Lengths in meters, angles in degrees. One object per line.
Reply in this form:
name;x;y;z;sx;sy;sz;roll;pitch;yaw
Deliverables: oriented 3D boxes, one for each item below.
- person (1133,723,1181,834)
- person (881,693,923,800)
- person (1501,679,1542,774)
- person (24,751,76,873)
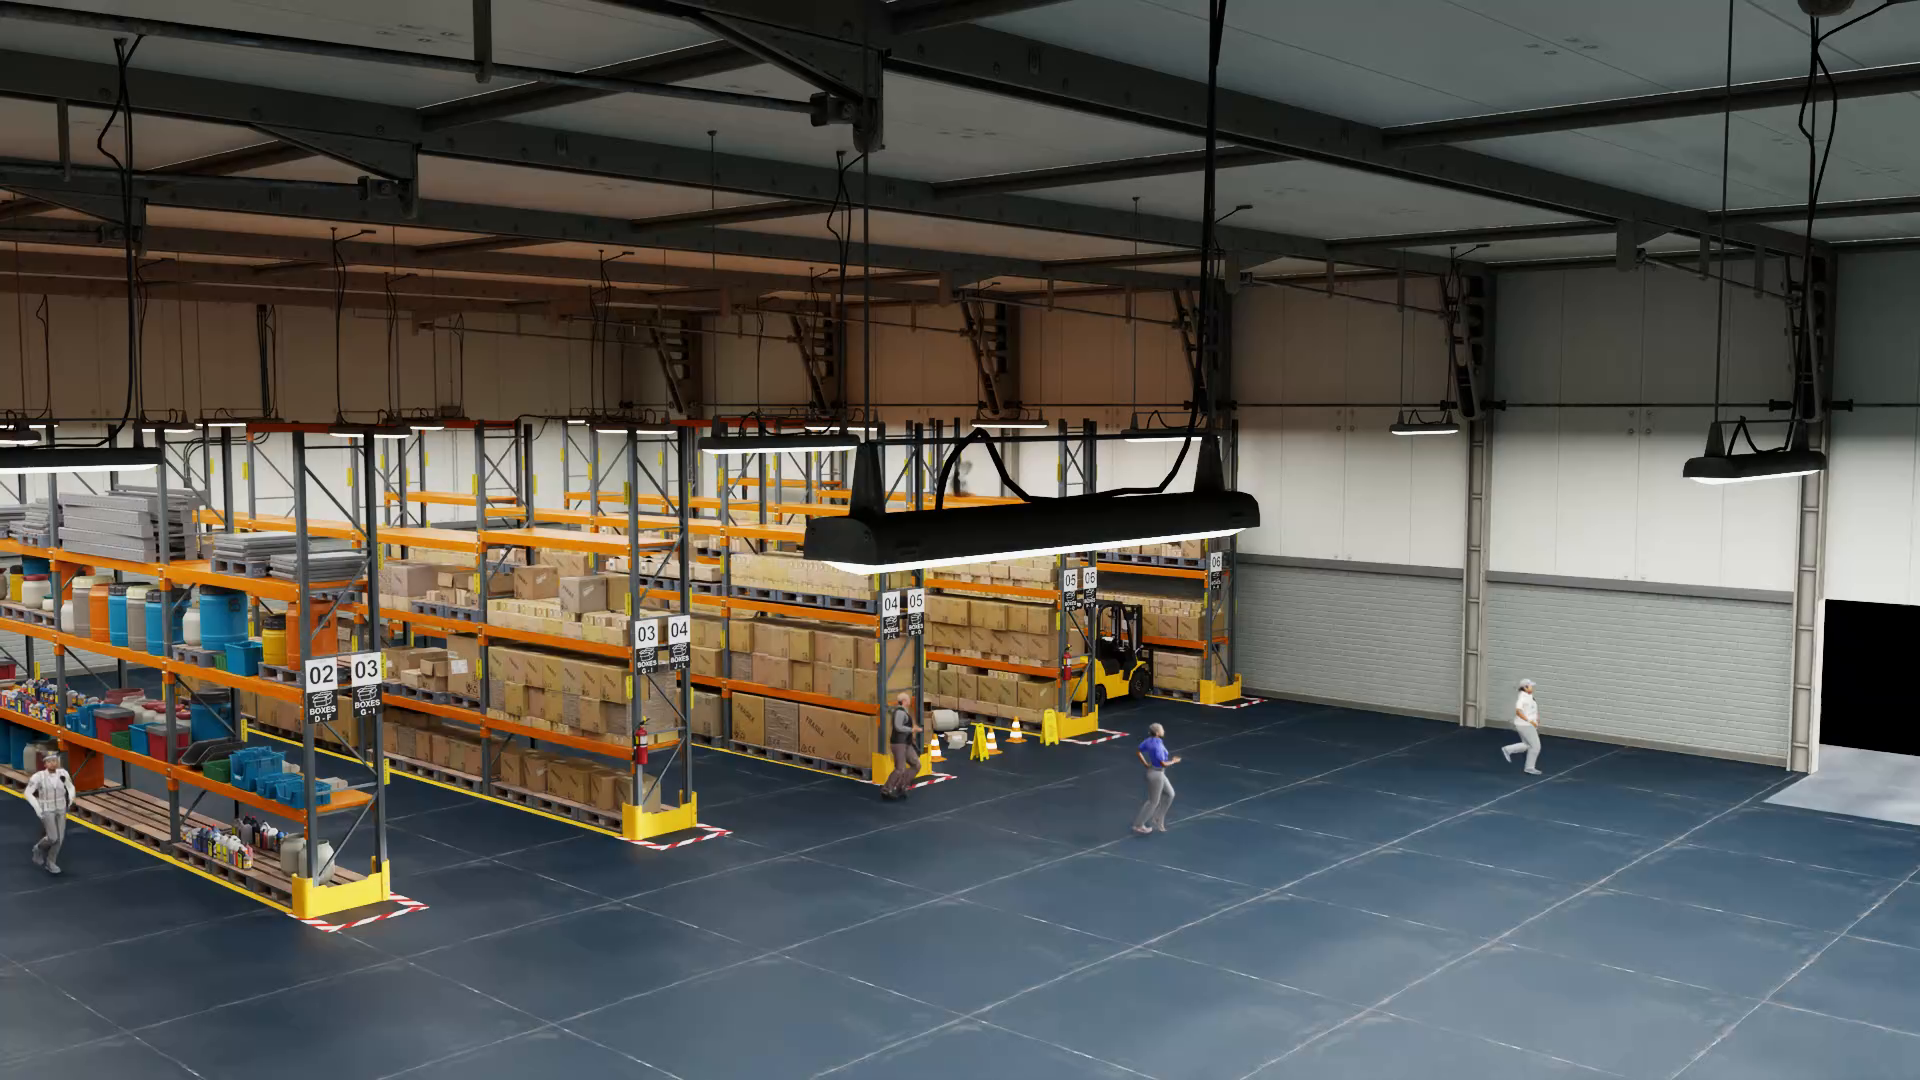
person;2.892;3.516;24.440;0.718;1.694;0.541;0;5;-3
person;-0.902;3.317;26.750;0.665;1.710;0.664;1;5;9
person;9.680;3.198;28.577;0.648;1.641;0.608;1;5;16
person;-12.276;3.670;22.529;0.569;1.662;0.605;4;6;40
